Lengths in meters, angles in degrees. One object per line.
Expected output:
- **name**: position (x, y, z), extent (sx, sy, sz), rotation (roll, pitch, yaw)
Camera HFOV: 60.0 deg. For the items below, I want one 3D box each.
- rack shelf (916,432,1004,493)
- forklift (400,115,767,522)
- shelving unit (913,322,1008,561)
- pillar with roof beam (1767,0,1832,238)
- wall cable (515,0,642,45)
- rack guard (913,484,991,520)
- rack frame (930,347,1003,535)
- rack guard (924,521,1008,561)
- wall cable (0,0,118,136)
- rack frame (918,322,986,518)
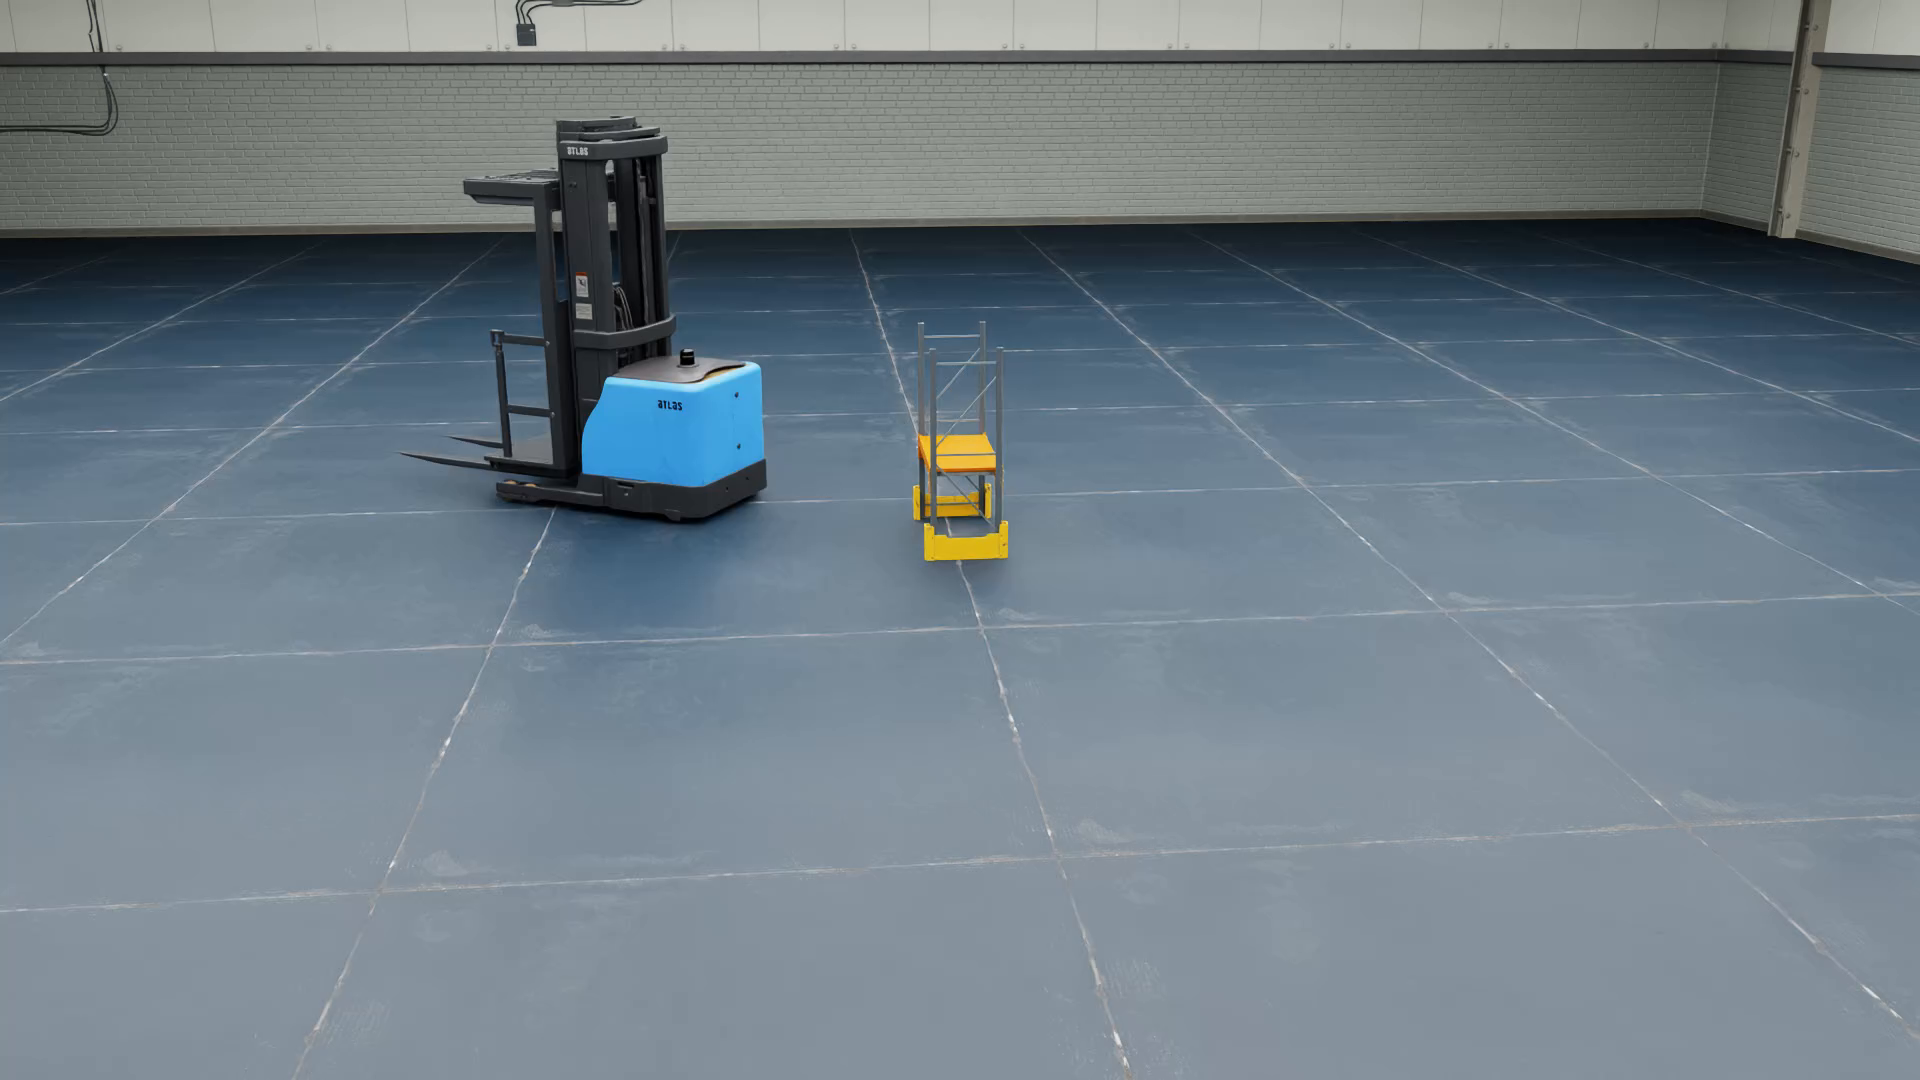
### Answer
- **rack shelf**: position (-0.009, -0.569, 12.087), extent (0.538, 0.185, 1.000), rotation (-2, 18, -6)
- **forklift**: position (-3.105, -1.811, 13.052), extent (3.031, 2.935, 1.130), rotation (8, 19, 23)
- **shelving unit**: position (-0.008, -0.738, 12.025), extent (0.587, 1.500, 1.083), rotation (-2, 18, -6)
- **pillar with roof beam**: position (10.096, -9.470, 27.318), extent (9.100, 9.000, 0.400), rotation (-2, 18, -6)
- **wall cable**: position (-6.498, -11.459, 27.977), extent (2.305, 6.003, 0.169), rotation (-2, 18, -6)
- **rack guard**: position (-0.059, -0.290, 12.685), extent (0.587, 0.250, 0.087), rotation (-2, 18, -6)
- **rack frame**: position (0.044, -0.590, 11.551), extent (0.500, 1.500, 0.032), rotation (-2, 18, -6)
- **rack guard**: position (0.044, 0.006, 11.739), extent (0.587, 0.250, 0.087), rotation (-2, 18, -6)
- **wall cable**: position (-15.942, -8.067, 28.033), extent (3.097, 2.526, 0.112), rotation (-2, 18, -6)
- **rack frame**: position (-0.061, -0.892, 12.516), extent (0.500, 1.500, 0.032), rotation (-2, 18, -6)
